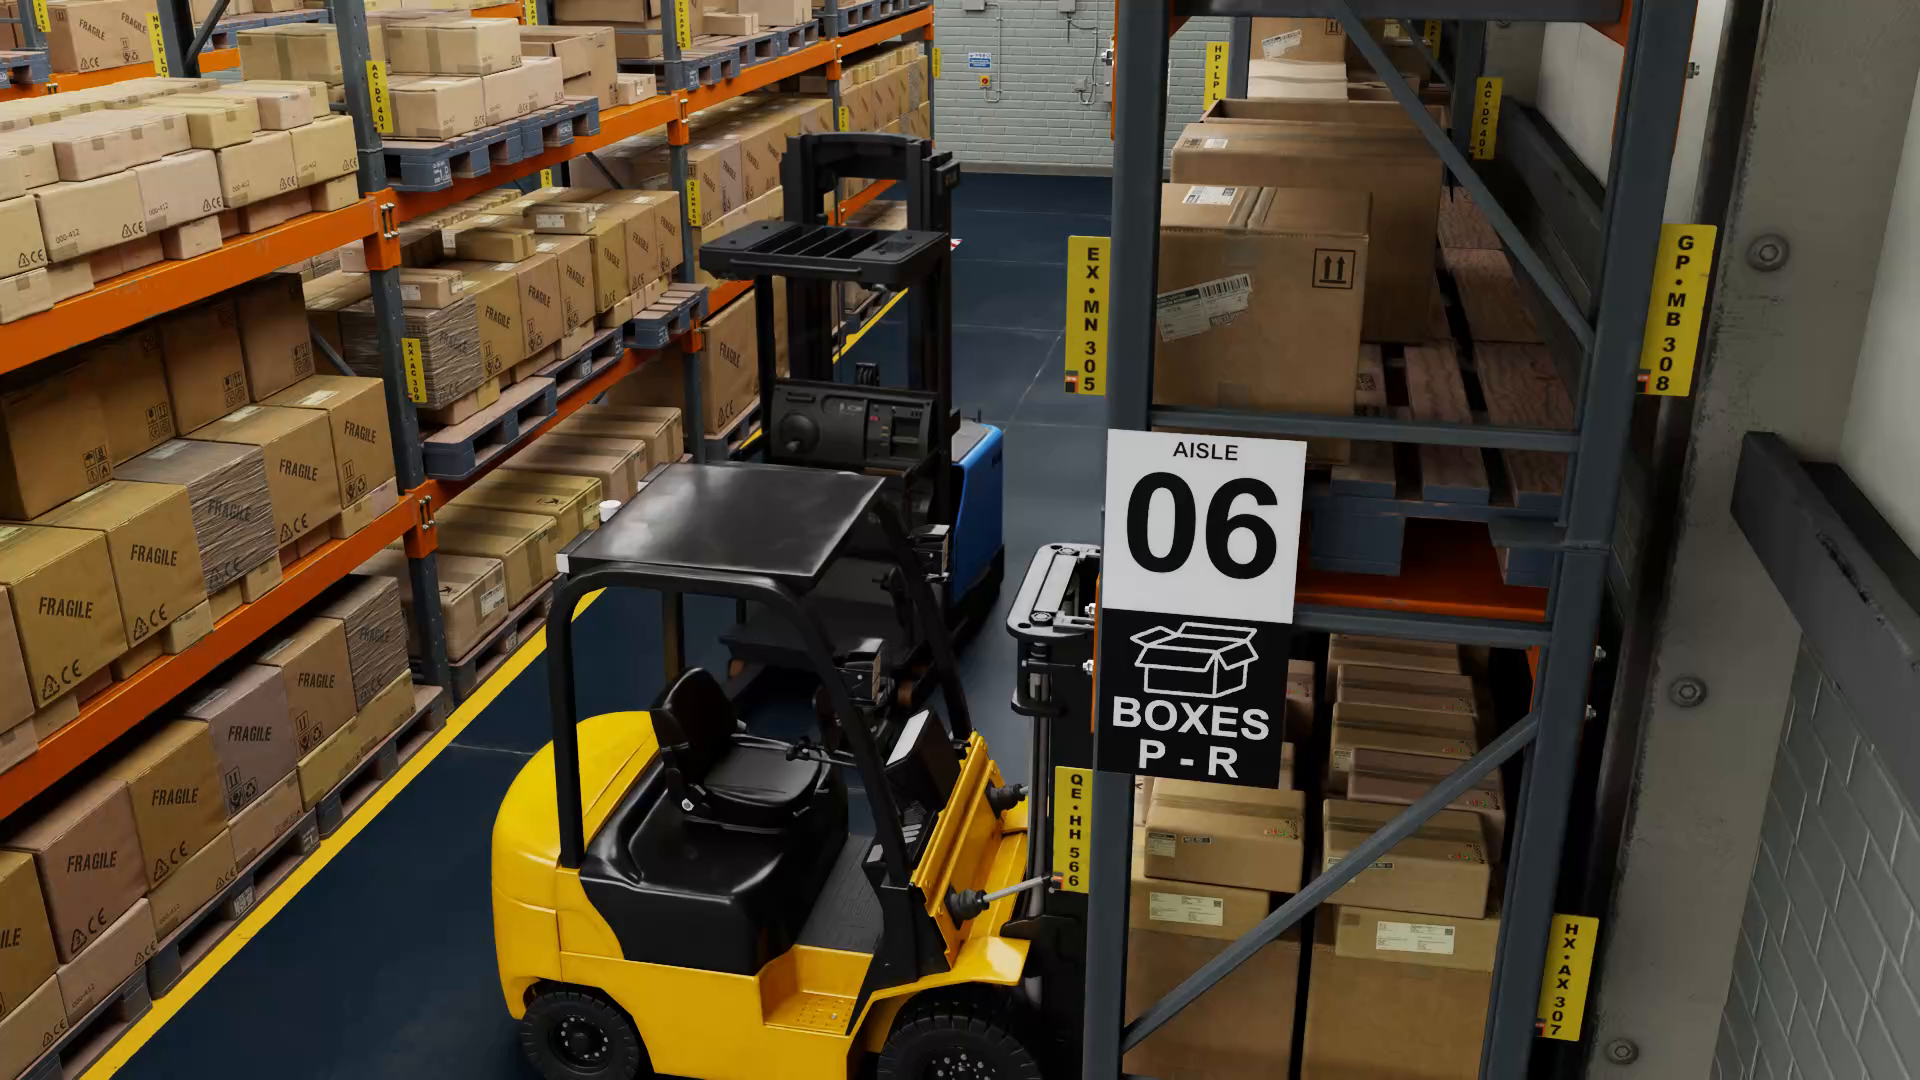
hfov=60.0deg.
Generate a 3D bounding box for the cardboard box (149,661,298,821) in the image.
[{"bbox_3d":[-3.313,0.863,7.310,0.500,0.500,0.500,6,23,14],"label":"cardboard box"}]

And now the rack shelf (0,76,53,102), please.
[{"bbox_3d":[-7.709,-2.609,10.764,1.077,0.370,4.000,4,22,11],"label":"rack shelf"}]

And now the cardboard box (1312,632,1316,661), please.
[{"bbox_3d":[1.583,0.405,6.198,0.500,0.500,0.500,4,22,9],"label":"cardboard box"}]

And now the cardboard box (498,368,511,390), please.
[{"bbox_3d":[-2.786,-0.936,9.436,0.380,0.149,0.250,6,23,14],"label":"cardboard box"}]

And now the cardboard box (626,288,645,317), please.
[{"bbox_3d":[-2.321,-1.592,11.065,0.380,0.149,0.250,3,22,8],"label":"cardboard box"}]

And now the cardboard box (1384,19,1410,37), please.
[{"bbox_3d":[2.772,-3.323,10.844,0.380,0.149,0.250,4,22,9],"label":"cardboard box"}]

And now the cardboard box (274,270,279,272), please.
[{"bbox_3d":[-6.601,-2.456,15.215,0.500,0.250,0.500,3,22,9],"label":"cardboard box"}]

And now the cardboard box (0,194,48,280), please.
[{"bbox_3d":[-3.510,-1.014,5.644,0.500,0.250,0.500,5,22,12],"label":"cardboard box"}]

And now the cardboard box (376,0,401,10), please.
[{"bbox_3d":[-6.038,-5.400,16.933,0.500,0.250,0.500,4,22,10],"label":"cardboard box"}]

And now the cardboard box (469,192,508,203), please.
[{"bbox_3d":[-5.636,-4.056,19.867,0.380,0.149,0.250,5,22,12],"label":"cardboard box"}]

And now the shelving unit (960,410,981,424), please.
[{"bbox_3d":[0.002,-0.420,11.193,0.258,0.900,0.210,4,22,11],"label":"shelving unit"}]

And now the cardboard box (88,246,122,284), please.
[{"bbox_3d":[-3.425,-1.057,6.285,0.380,0.149,0.250,4,22,10],"label":"cardboard box"}]

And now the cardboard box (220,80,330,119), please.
[{"bbox_3d":[-3.101,-1.991,7.537,0.380,0.149,0.250,5,22,12],"label":"cardboard box"}]

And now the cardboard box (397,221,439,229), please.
[{"bbox_3d":[-5.931,-3.380,18.189,0.380,0.149,0.250,5,22,12],"label":"cardboard box"}]

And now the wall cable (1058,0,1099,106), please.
[{"bbox_3d":[1.717,-7.299,24.102,0.588,1.984,0.122,4,22,11],"label":"wall cable"}]

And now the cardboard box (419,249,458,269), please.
[{"bbox_3d":[-3.170,-1.415,9.757,0.500,0.500,0.500,5,23,13],"label":"cardboard box"}]

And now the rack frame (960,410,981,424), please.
[{"bbox_3d":[0.022,-0.458,11.285,0.240,0.900,0.006,4,22,11],"label":"rack frame"}]

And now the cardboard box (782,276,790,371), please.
[{"bbox_3d":[-1.843,-2.050,14.712,0.875,0.875,0.875,5,22,12],"label":"cardboard box"}]

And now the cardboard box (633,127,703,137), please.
[{"bbox_3d":[-2.380,-3.031,13.391,0.500,0.500,0.500,4,22,11],"label":"cardboard box"}]

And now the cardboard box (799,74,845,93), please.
[{"bbox_3d":[-1.299,-4.312,15.704,0.380,0.149,0.250,4,22,10],"label":"cardboard box"}]

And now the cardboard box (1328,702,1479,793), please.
[{"bbox_3d":[1.198,0.578,4.503,0.380,0.149,0.250,5,22,12],"label":"cardboard box"}]

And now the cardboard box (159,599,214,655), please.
[{"bbox_3d":[-3.320,0.338,6.835,0.380,0.149,0.250,5,22,11],"label":"cardboard box"}]

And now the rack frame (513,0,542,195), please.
[{"bbox_3d":[-5.668,-5.208,20.270,1.000,3.000,0.127,4,22,11],"label":"rack frame"}]

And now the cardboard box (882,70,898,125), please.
[{"bbox_3d":[-0.953,-4.626,17.352,0.500,0.500,0.500,4,22,11],"label":"cardboard box"}]

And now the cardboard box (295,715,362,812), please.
[{"bbox_3d":[-3.207,1.034,7.890,0.500,0.250,0.500,4,22,9],"label":"cardboard box"}]

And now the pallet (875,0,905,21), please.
[{"bbox_3d":[-1.190,-5.499,17.095,1.003,0.211,1.213,4,22,11],"label":"pallet"}]

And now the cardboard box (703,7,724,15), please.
[{"bbox_3d":[-2.219,-4.447,14.115,0.380,0.166,0.250,3,22,7],"label":"cardboard box"}]

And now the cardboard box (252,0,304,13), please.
[{"bbox_3d":[-6.669,-5.248,15.657,0.700,0.500,0.500,4,22,11],"label":"cardboard box"}]

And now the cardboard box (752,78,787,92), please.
[{"bbox_3d":[-1.867,-4.353,15.806,0.380,0.149,0.250,4,22,10],"label":"cardboard box"}]

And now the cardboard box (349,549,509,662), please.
[{"bbox_3d":[-3.146,0.353,9.418,0.950,0.372,0.625,5,22,12],"label":"cardboard box"}]

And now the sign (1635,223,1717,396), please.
[{"bbox_3d":[1.336,-0.428,3.111,0.100,0.325,0.005,4,22,11],"label":"sign"}]

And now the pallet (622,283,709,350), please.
[{"bbox_3d":[-2.475,-1.584,11.529,1.213,0.211,1.003,4,22,11],"label":"pallet"}]

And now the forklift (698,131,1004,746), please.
[{"bbox_3d":[-0.664,-0.604,8.931,1.130,2.935,3.031,7,23,17],"label":"forklift"}]

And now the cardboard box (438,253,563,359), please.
[{"bbox_3d":[-2.658,-1.371,9.648,0.500,0.500,0.500,4,22,11],"label":"cardboard box"}]

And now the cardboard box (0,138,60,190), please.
[{"bbox_3d":[-3.453,-1.330,5.894,0.380,0.149,0.250,5,22,12],"label":"cardboard box"}]

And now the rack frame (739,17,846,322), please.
[{"bbox_3d":[-1.618,-3.405,15.793,1.000,3.000,0.127,4,22,11],"label":"rack frame"}]

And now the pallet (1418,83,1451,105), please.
[{"bbox_3d":[2.375,-2.614,10.066,1.213,0.211,1.003,6,23,13],"label":"pallet"}]

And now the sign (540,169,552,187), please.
[{"bbox_3d":[-2.978,-2.520,12.046,0.100,0.325,0.005,4,22,11],"label":"sign"}]

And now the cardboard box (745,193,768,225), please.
[{"bbox_3d":[-1.869,-2.641,13.428,0.500,0.250,0.500,4,22,11],"label":"cardboard box"}]

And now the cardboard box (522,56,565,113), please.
[{"bbox_3d":[-2.555,-2.550,9.294,0.500,0.250,0.500,4,22,10],"label":"cardboard box"}]

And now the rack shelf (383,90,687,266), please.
[{"bbox_3d":[-2.842,-2.268,9.918,1.077,0.370,4.000,4,22,11],"label":"rack shelf"}]

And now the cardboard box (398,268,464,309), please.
[{"bbox_3d":[-2.808,-1.304,8.615,0.380,0.149,0.250,4,22,11],"label":"cardboard box"}]

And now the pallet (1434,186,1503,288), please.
[{"bbox_3d":[1.461,-1.139,6.269,1.003,0.211,1.213,4,22,11],"label":"pallet"}]

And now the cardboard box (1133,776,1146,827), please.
[{"bbox_3d":[0.613,0.770,4.426,0.380,0.149,0.250,5,22,12],"label":"cardboard box"}]

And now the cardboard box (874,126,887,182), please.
[{"bbox_3d":[-1.051,-3.968,17.057,0.500,0.500,0.500,5,22,11],"label":"cardboard box"}]

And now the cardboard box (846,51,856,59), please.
[{"bbox_3d":[-1.332,-5.185,17.872,0.380,0.149,0.250,5,22,11],"label":"cardboard box"}]

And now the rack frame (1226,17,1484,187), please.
[{"bbox_3d":[1.610,-2.885,6.471,1.000,3.000,0.127,4,22,11],"label":"rack frame"}]

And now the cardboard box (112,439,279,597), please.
[{"bbox_3d":[-3.297,-0.103,7.063,0.500,0.500,0.500,5,22,12],"label":"cardboard box"}]

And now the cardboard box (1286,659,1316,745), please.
[{"bbox_3d":[0.831,0.453,4.814,0.380,0.149,0.250,5,22,11],"label":"cardboard box"}]

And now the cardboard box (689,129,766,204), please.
[{"bbox_3d":[-1.882,-2.984,13.276,0.500,0.500,0.500,5,22,12],"label":"cardboard box"}]

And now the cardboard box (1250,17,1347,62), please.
[{"bbox_3d":[1.832,-2.625,9.012,0.500,0.500,0.500,5,22,12],"label":"cardboard box"}]

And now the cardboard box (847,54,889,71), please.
[{"bbox_3d":[-0.957,-4.967,17.331,0.380,0.149,0.250,5,23,13],"label":"cardboard box"}]

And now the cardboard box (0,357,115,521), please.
[{"bbox_3d":[-3.824,-0.419,6.508,0.700,0.500,0.500,4,22,11],"label":"cardboard box"}]
